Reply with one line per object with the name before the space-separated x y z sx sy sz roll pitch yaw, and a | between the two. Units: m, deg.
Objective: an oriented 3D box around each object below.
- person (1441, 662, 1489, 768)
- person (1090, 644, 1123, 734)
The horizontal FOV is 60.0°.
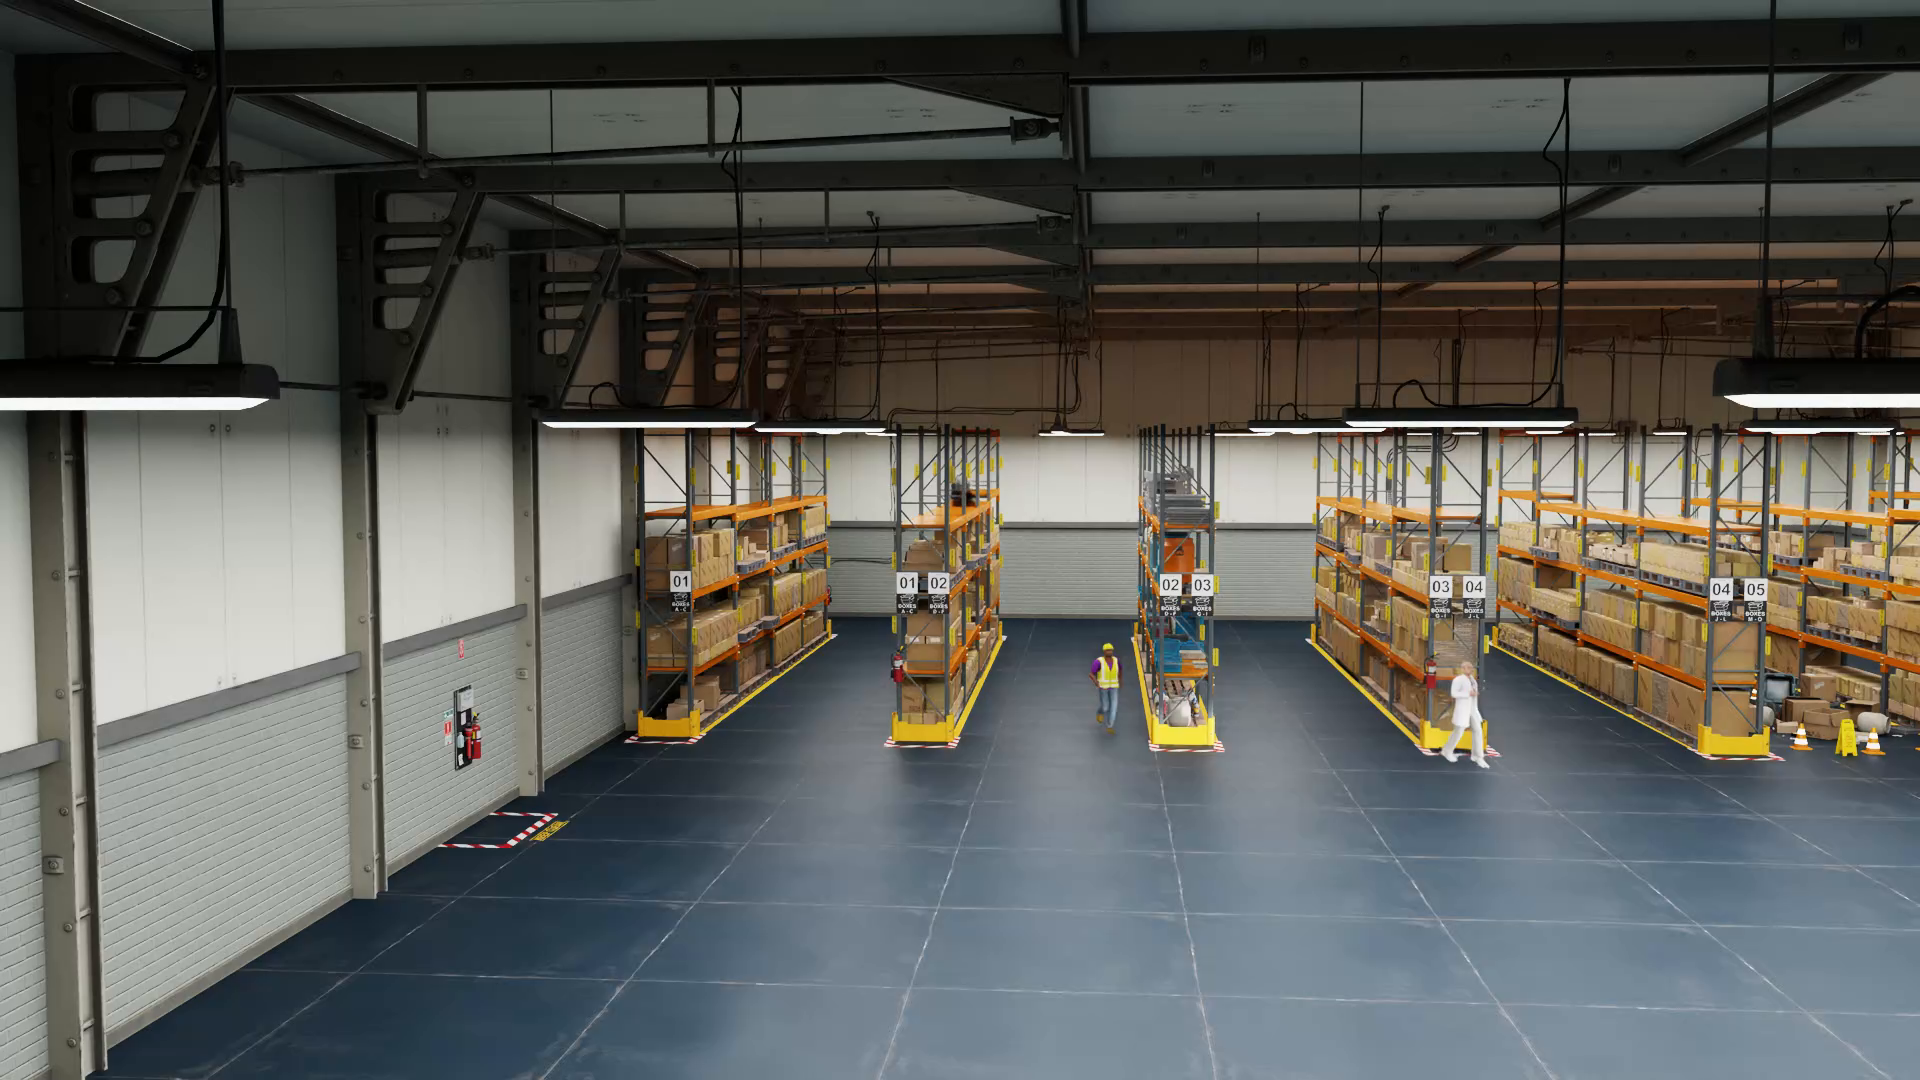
person | 8.860 3.049 29.167 0.708 1.839 0.870 -2 4 -32
person | 2.887 2.888 32.526 0.698 1.743 0.778 -1 4 -12
